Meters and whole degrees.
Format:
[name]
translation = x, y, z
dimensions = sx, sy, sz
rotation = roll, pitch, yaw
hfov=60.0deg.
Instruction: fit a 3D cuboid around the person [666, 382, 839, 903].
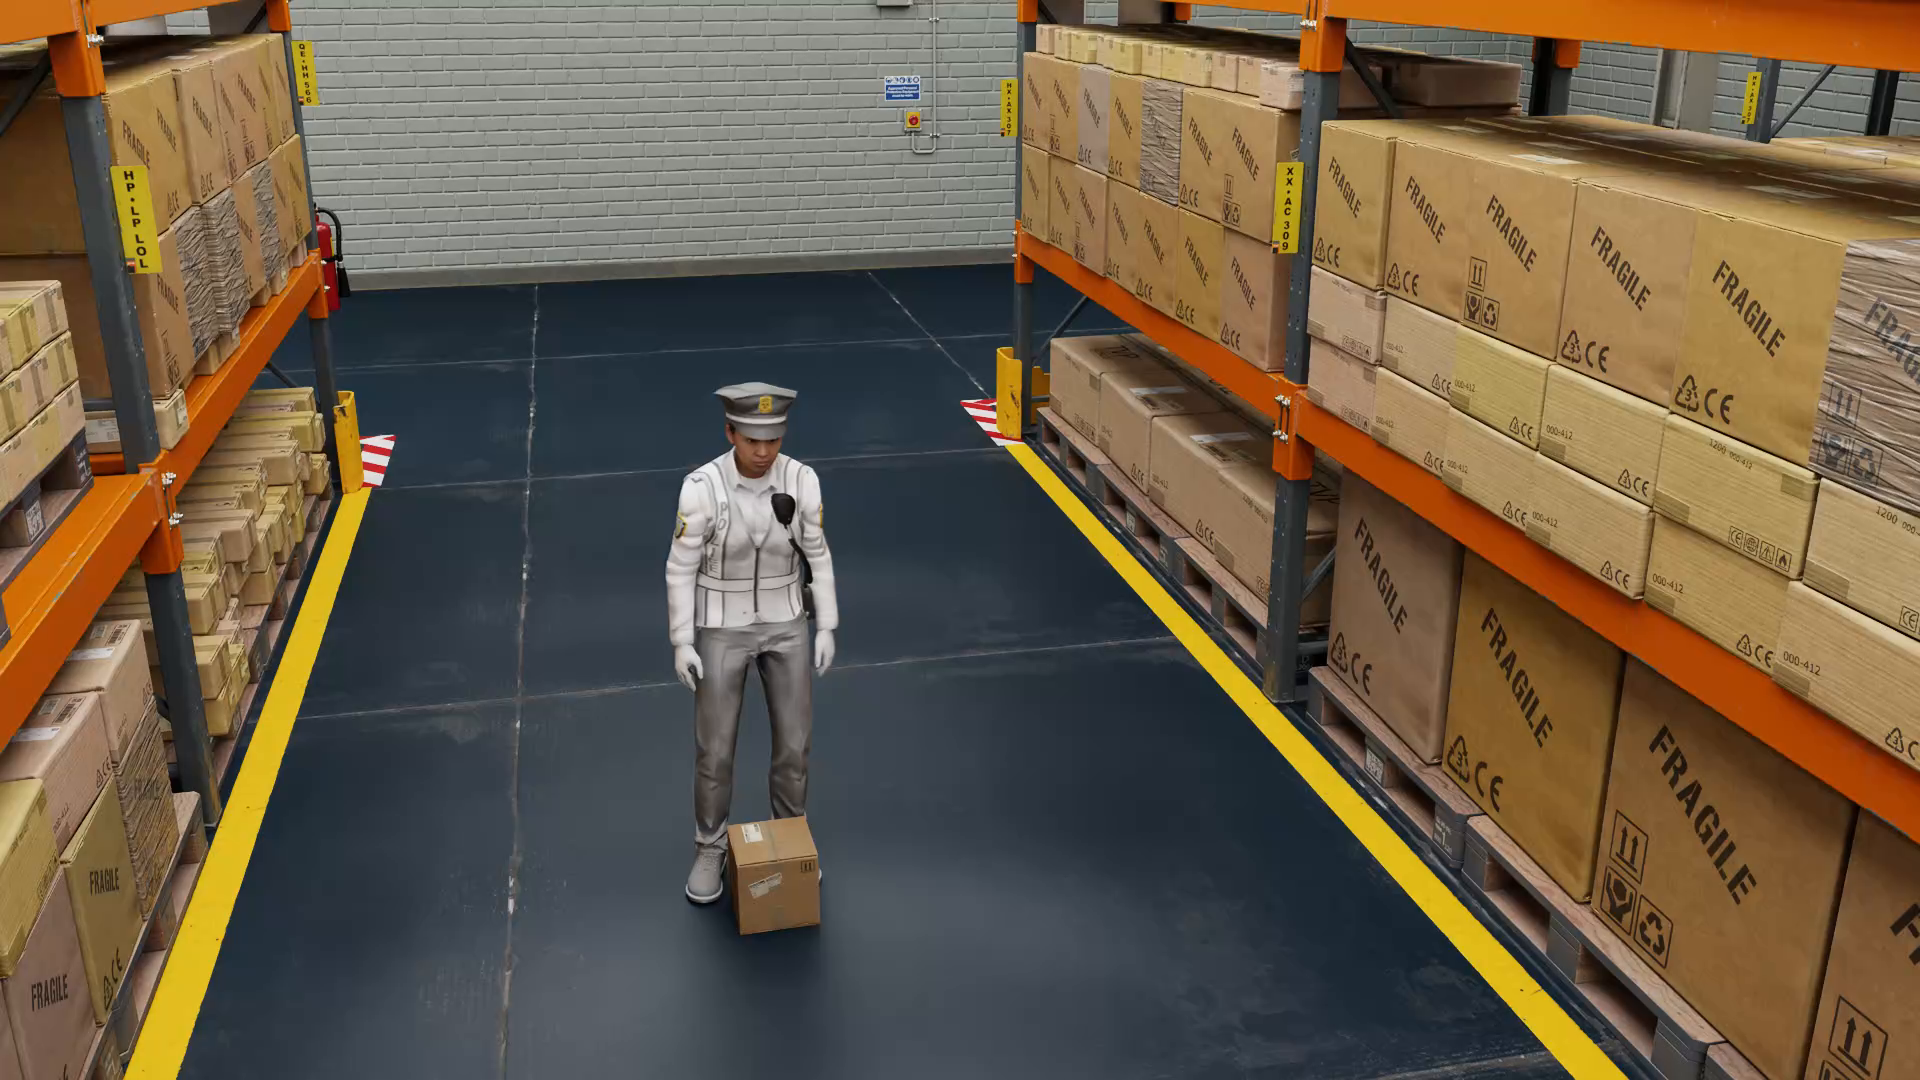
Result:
[person]
translation = -0.644, 0.308, 5.210
dimensions = 0.543, 1.662, 0.376
rotation = -6, 21, -16
